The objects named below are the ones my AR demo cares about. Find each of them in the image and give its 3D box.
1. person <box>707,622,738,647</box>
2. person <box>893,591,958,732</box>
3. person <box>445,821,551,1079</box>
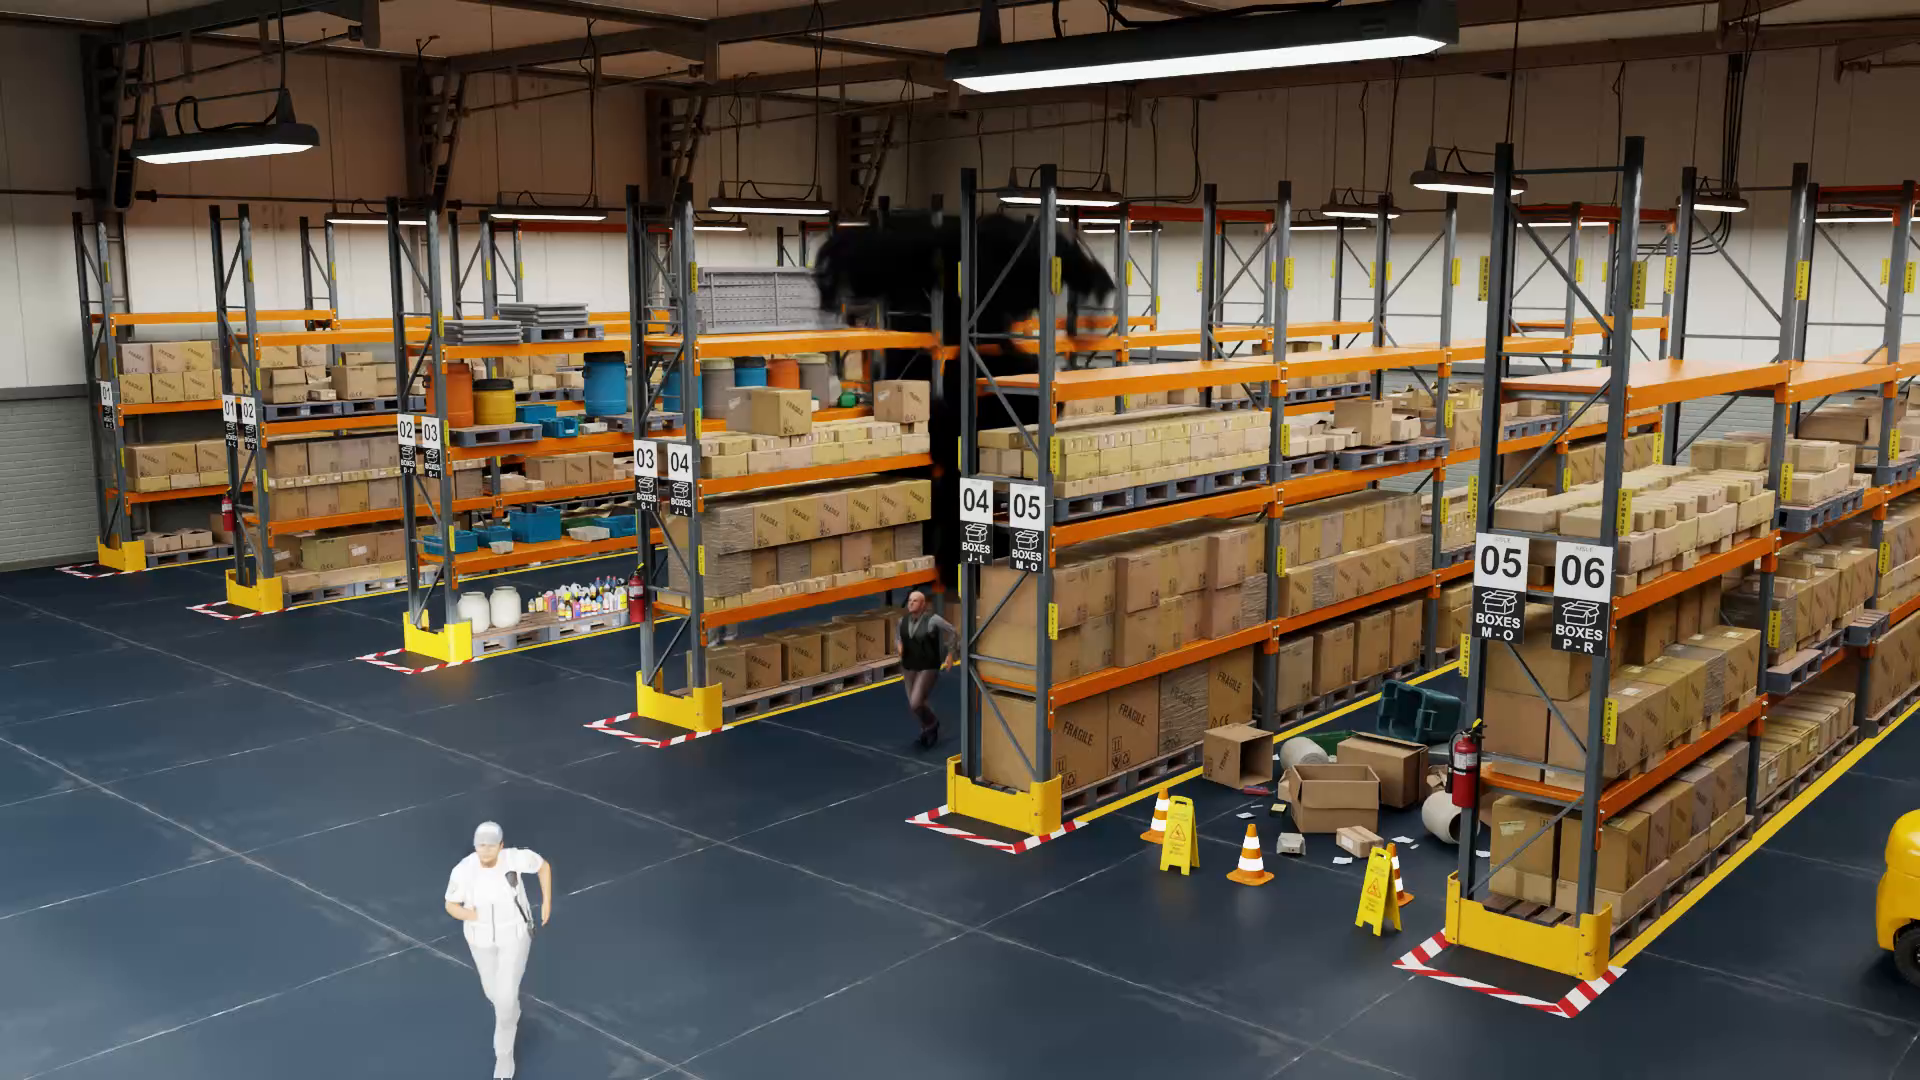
[{"bbox_3d":[-3.211,0.642,22.419,0.545,1.726,0.752,3,10,15],"label":"person"},{"bbox_3d":[-0.423,1.350,17.745,0.639,1.614,0.708,6,11,33],"label":"person"},{"bbox_3d":[-2.977,2.597,10.772,0.626,1.701,0.826,-1,10,-5],"label":"person"}]
